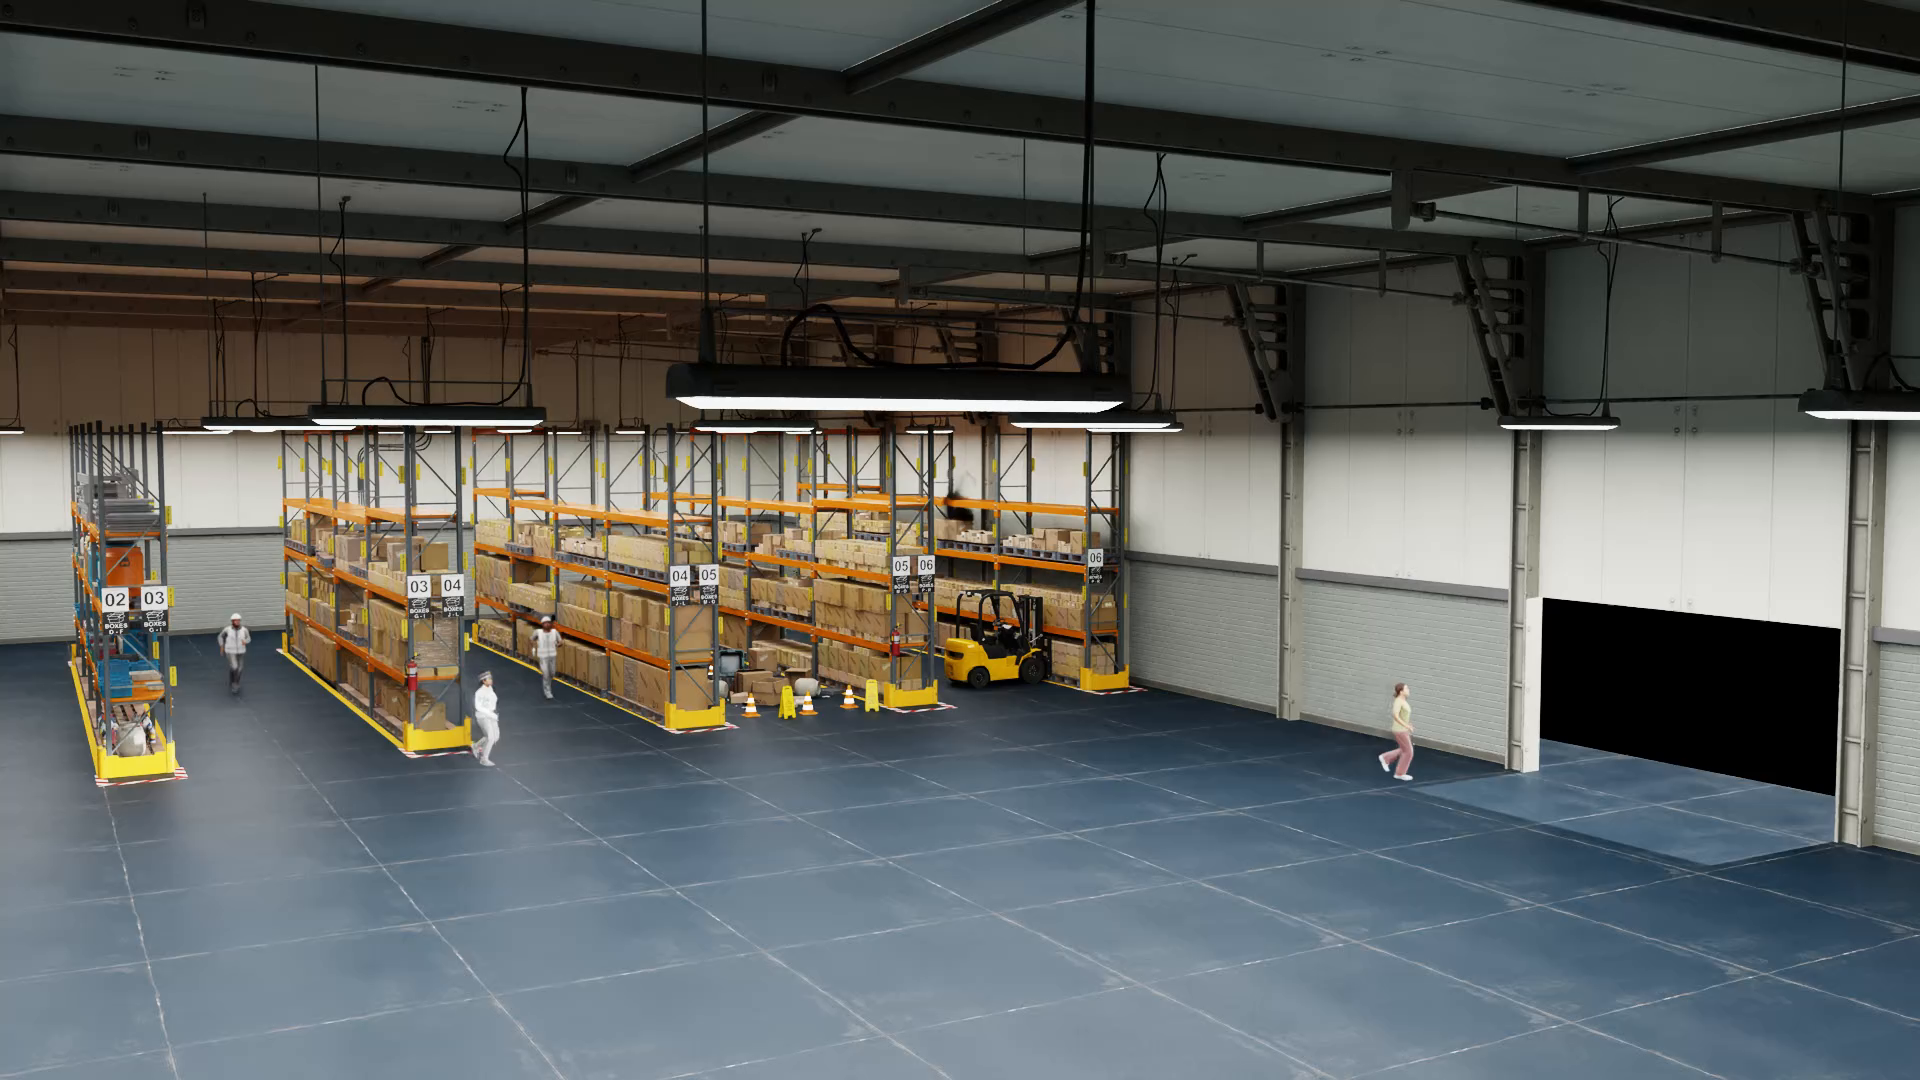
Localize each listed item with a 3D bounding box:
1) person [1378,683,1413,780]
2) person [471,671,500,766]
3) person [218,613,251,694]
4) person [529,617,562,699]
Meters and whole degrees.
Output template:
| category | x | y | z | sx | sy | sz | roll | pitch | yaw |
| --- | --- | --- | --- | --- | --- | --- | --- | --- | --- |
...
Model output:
| category | x | y | z | sx | sy | sz | roll | pitch | yaw |
| --- | --- | --- | --- | --- | --- | --- | --- | --- | --- |
| person | 7.307 | 3.190 | 27.861 | 0.571 | 1.627 | 0.609 | 1 | 4 | 18 |
| person | -8.307 | 3.111 | 29.092 | 0.577 | 1.660 | 0.656 | 0 | 4 | 8 |
| person | -16.216 | 2.542 | 37.244 | 0.621 | 1.801 | 0.811 | -3 | 5 | -39 |
| person | -9.078 | 2.562 | 36.545 | 0.693 | 1.763 | 0.986 | -2 | 4 | -30 |
